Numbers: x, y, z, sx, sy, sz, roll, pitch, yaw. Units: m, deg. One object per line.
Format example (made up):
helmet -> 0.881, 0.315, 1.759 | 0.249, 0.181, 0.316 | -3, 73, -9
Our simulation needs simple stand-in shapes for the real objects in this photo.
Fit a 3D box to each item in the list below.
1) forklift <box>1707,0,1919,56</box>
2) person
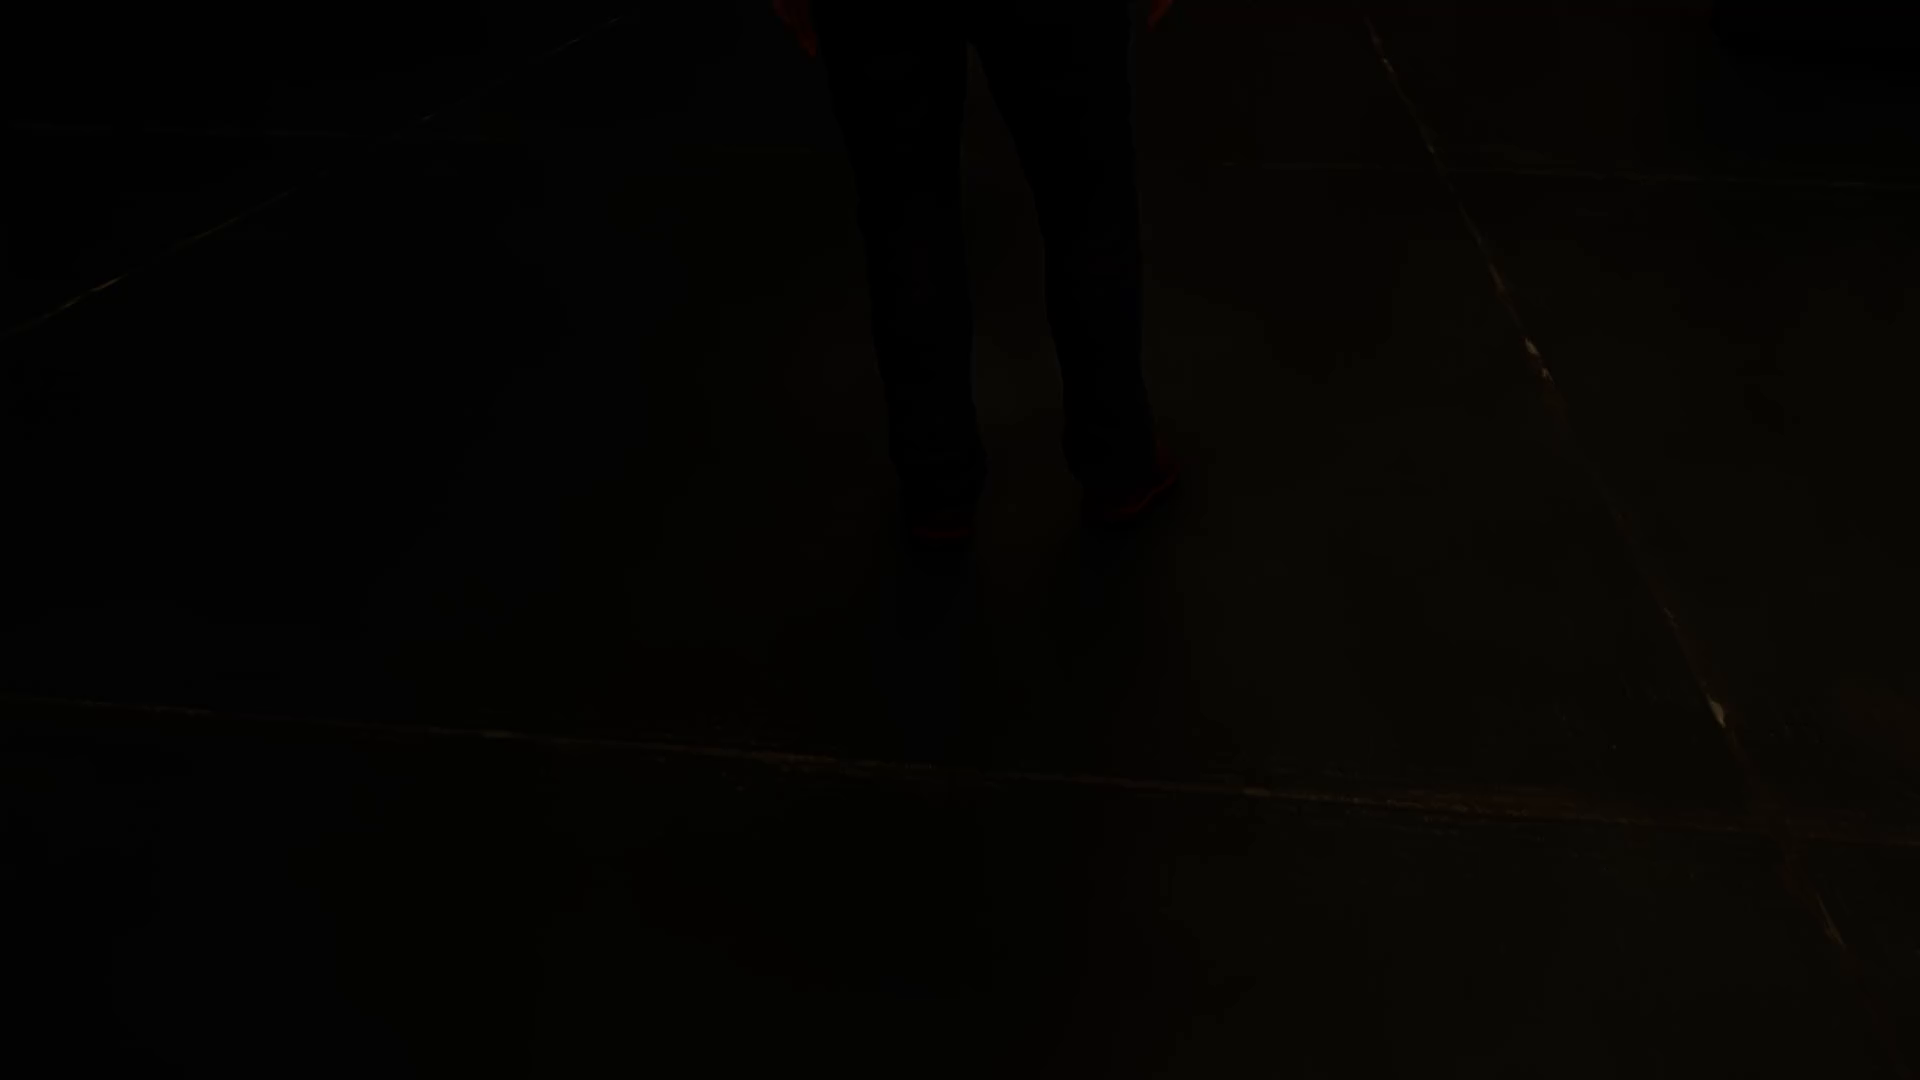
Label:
forklift -> 4.074, -3.491, 6.214 | 1.130, 2.935, 3.031 | 20, 33, 35
person -> 0.034, -0.782, 2.206 | 0.599, 1.650, 0.502 | 3, 27, 7
